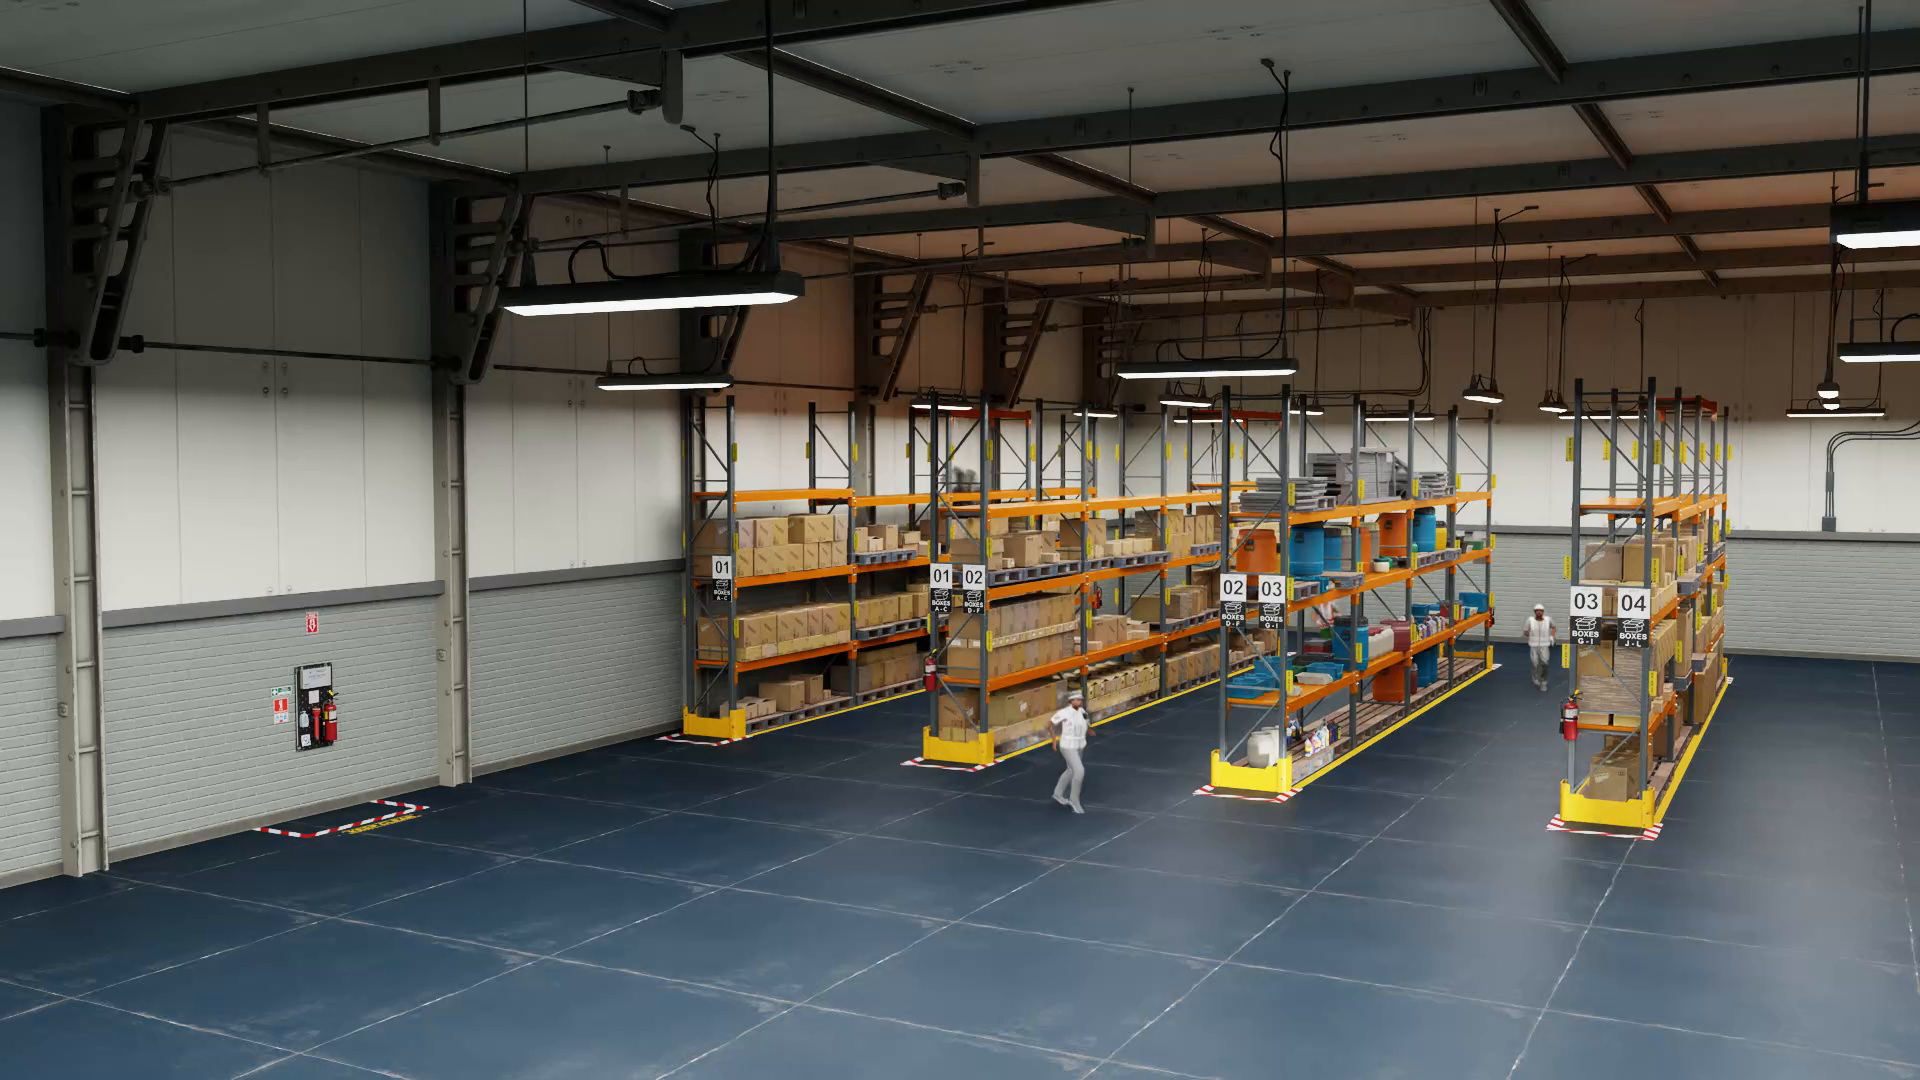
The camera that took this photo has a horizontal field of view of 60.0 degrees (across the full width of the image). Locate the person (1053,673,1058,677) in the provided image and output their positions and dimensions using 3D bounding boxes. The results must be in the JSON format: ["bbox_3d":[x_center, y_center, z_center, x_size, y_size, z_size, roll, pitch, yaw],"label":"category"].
[{"bbox_3d":[1.856,2.338,34.091,0.659,1.732,0.581,1,3,24],"label":"person"}]

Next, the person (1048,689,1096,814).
[{"bbox_3d":[1.583,2.941,23.220,0.537,1.746,0.813,-3,4,-45],"label":"person"}]

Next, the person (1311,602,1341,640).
[{"bbox_3d":[8.699,2.073,39.495,0.698,1.737,0.695,0,3,8],"label":"person"}]

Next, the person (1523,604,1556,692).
[{"bbox_3d":[12.205,2.273,35.060,0.656,1.845,0.783,1,3,20],"label":"person"}]
